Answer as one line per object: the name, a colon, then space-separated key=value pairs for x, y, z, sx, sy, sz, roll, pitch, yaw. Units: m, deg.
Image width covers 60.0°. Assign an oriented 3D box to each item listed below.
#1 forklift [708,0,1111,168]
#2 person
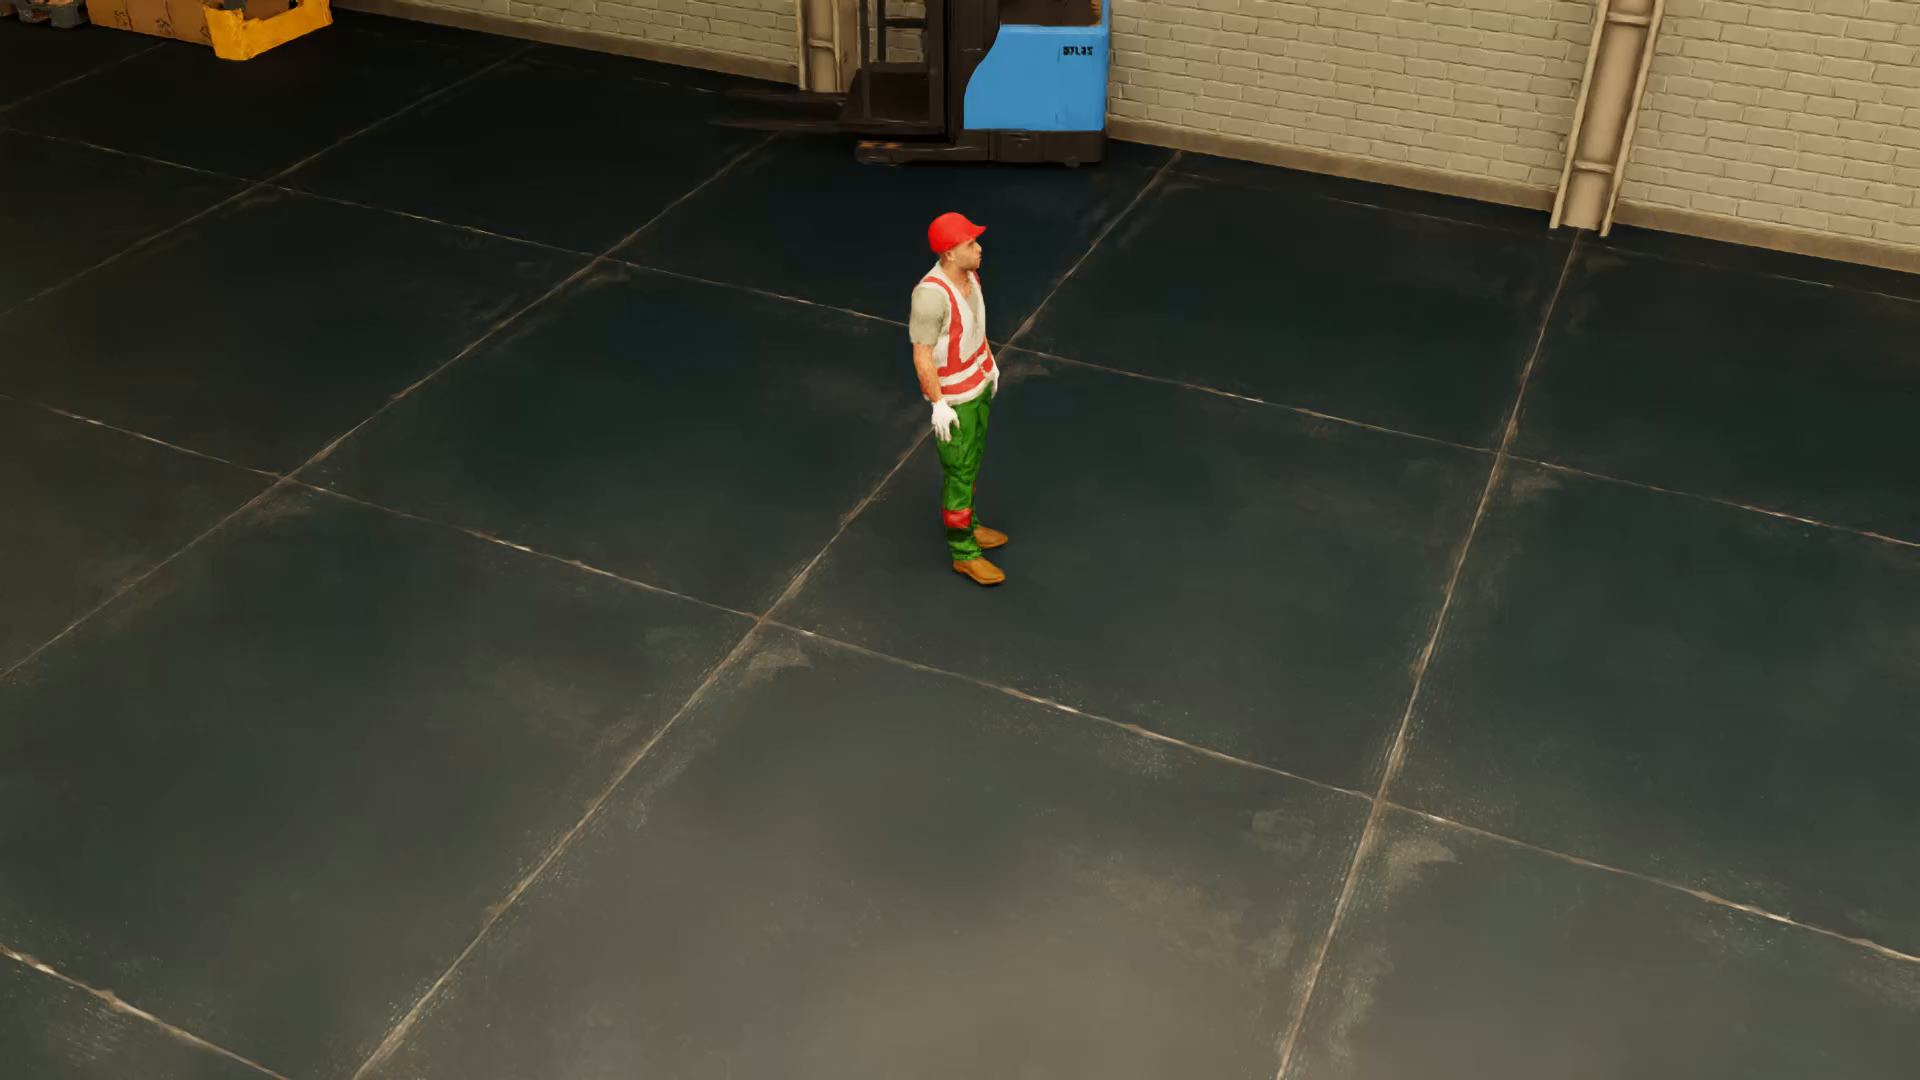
forklift: x=-0.389 y=-4.326 z=12.152 sx=3.031 sy=2.935 sz=1.130 roll=3 pitch=36 yaw=4
person: x=0.069 y=-0.709 z=8.052 sx=0.563 sy=1.787 sz=0.637 roll=15 pitch=38 yaw=20
